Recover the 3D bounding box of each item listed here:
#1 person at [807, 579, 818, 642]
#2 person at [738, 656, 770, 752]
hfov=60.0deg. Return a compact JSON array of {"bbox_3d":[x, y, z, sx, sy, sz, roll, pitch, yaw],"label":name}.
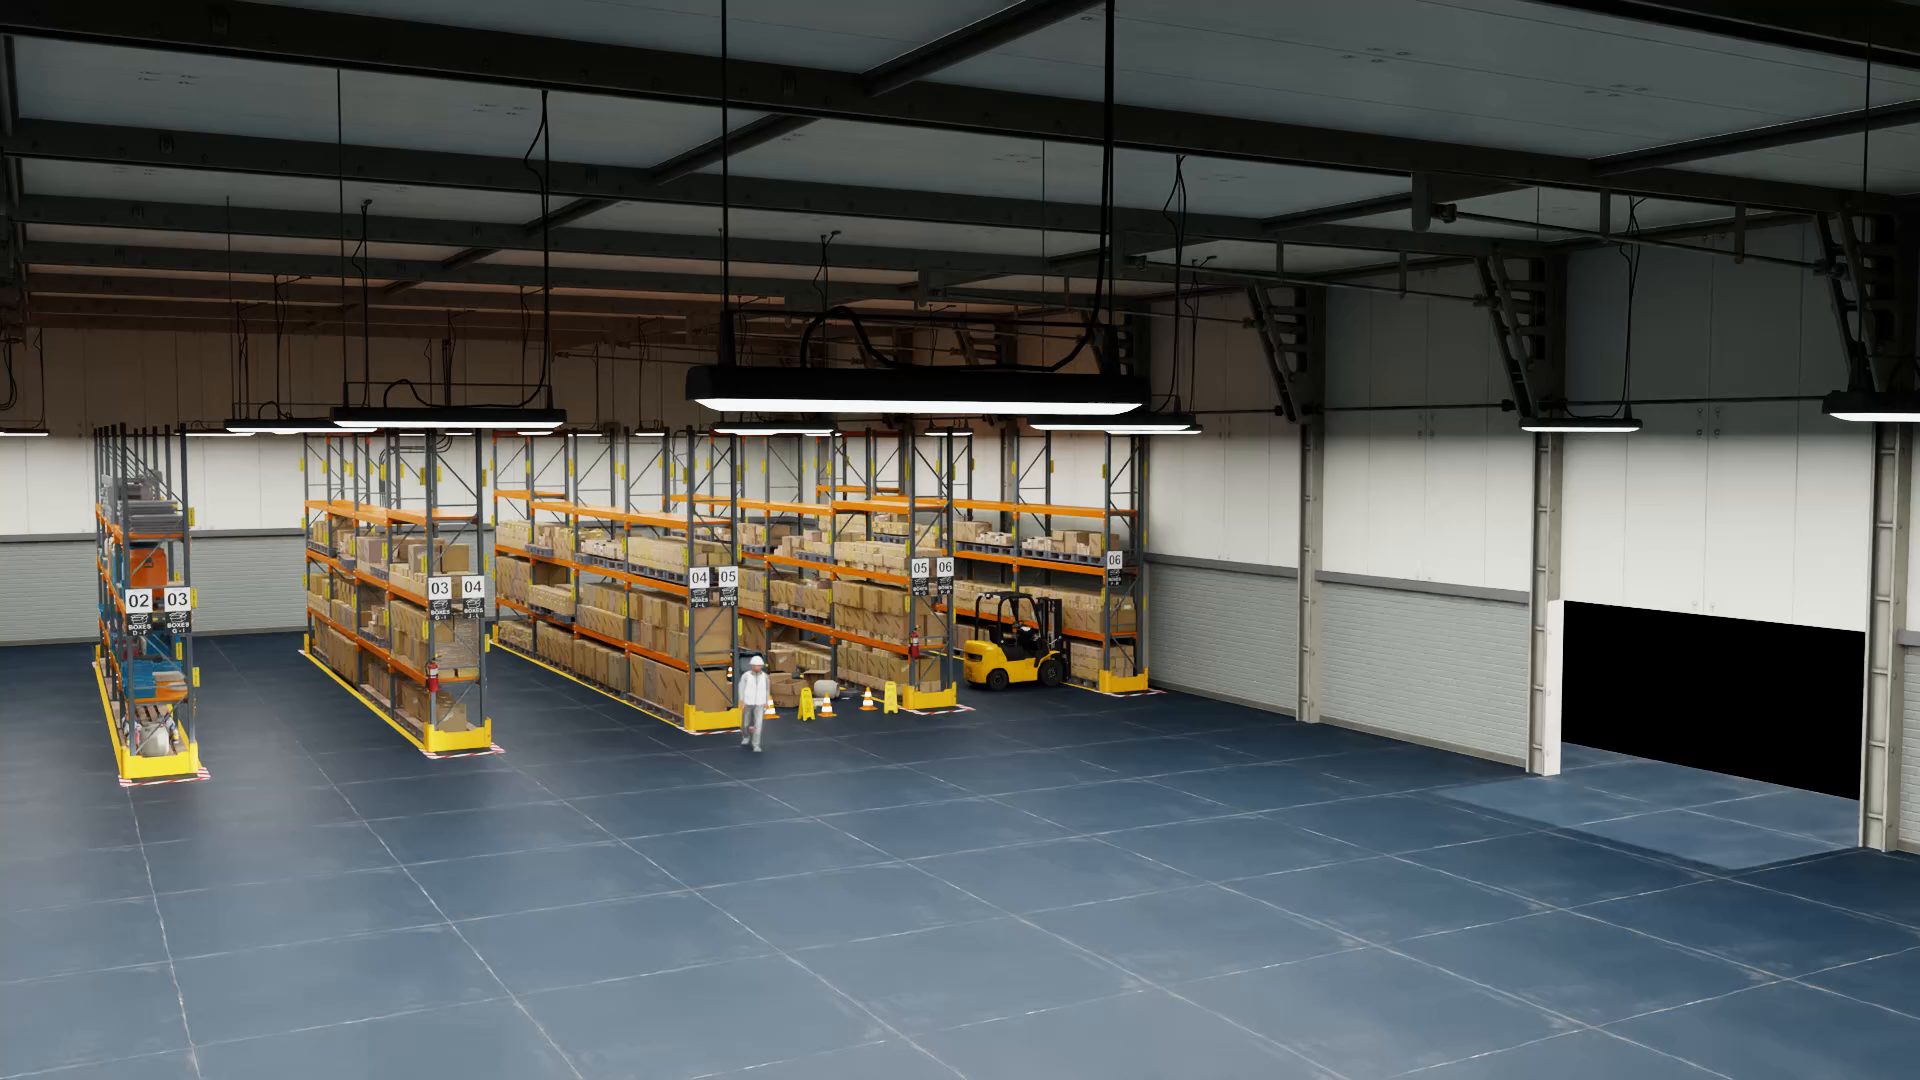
[{"bbox_3d":[-4.158,1.986,47.207,0.619,1.778,0.494,-2,4,-35],"label":"person"},{"bbox_3d":[-3.774,3.007,30.610,0.612,1.737,0.965,-1,4,-20],"label":"person"}]
